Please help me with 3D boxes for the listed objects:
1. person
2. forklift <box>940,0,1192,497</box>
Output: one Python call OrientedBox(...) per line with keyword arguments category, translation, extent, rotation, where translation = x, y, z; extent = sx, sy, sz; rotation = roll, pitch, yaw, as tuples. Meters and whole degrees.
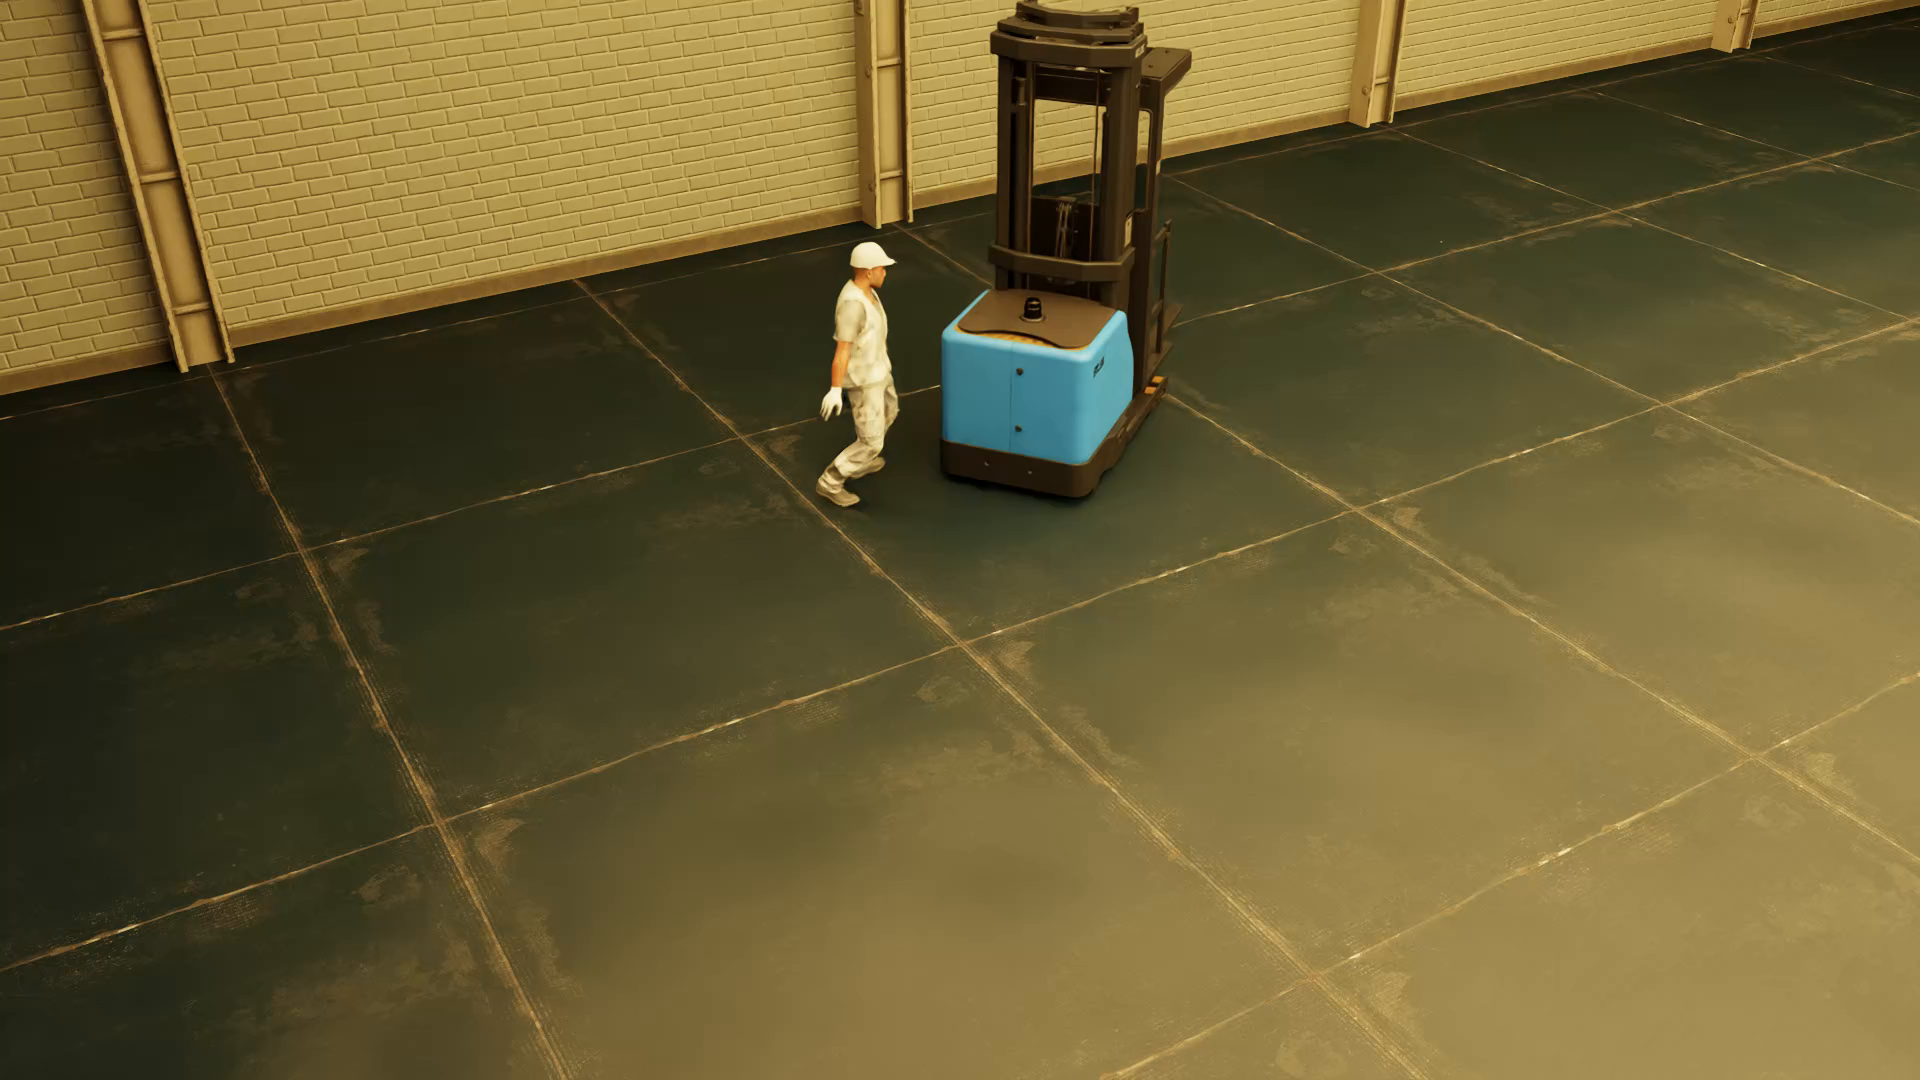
OrientedBox(category="person", translation=(-0.680, -1.035, 10.573), extent=(0.500, 1.704, 0.895), rotation=(5, 31, 9))
OrientedBox(category="forklift", translation=(0.887, -2.277, 11.450), extent=(1.130, 2.935, 3.031), rotation=(12, 33, 19))
